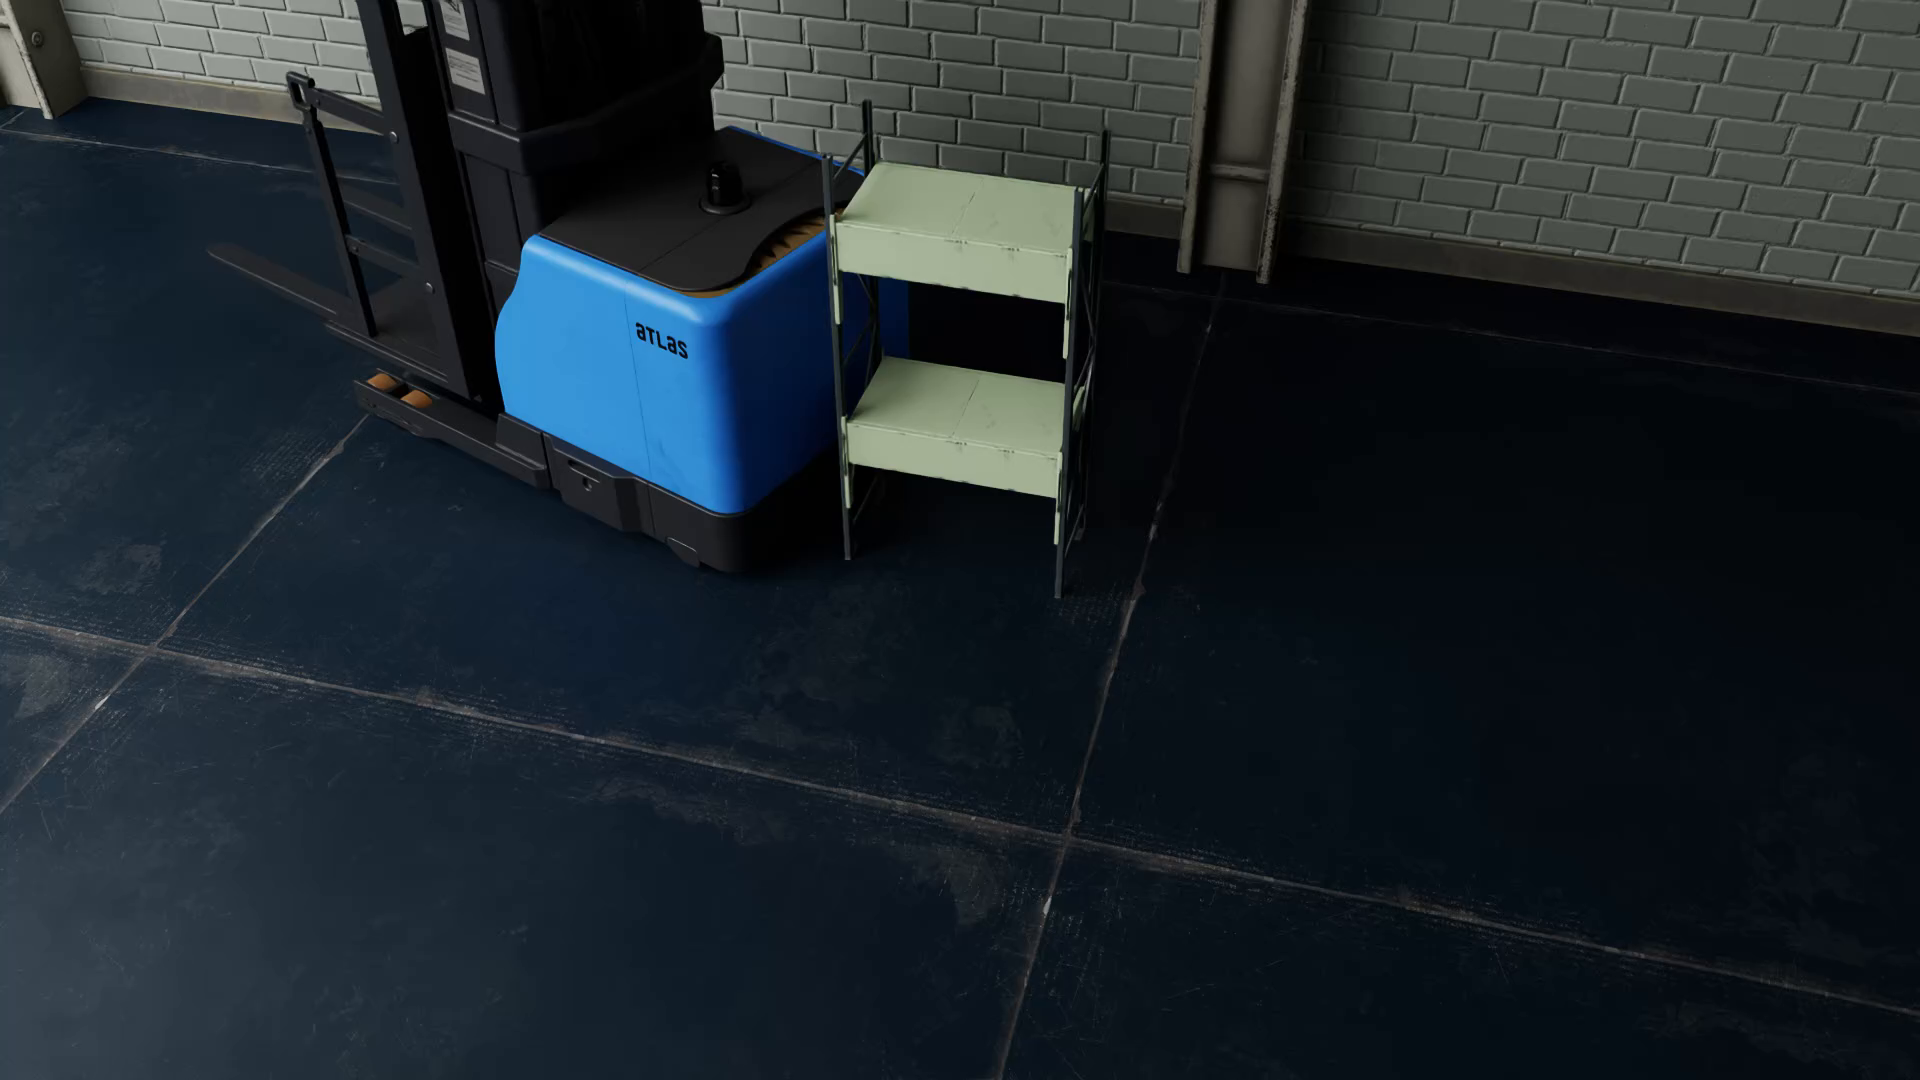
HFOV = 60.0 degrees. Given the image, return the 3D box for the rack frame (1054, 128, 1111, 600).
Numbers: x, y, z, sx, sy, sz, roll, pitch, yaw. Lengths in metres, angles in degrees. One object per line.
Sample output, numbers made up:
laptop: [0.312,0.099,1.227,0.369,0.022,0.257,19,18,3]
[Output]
rack frame: [0.377,-0.501,5.180,0.023,1.500,0.400,10,41,12]

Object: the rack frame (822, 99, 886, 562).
rack frame: [-0.329,-0.626,5.330,0.023,1.500,0.400,10,41,12]

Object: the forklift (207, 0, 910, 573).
forklift: [-1.663,-1.765,5.573,3.031,2.935,1.130,24,46,26]

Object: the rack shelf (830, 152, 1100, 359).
rack shelf: [0.024,-0.862,5.004,0.720,0.370,0.431,10,41,12]

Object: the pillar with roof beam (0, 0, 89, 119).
pillar with roof beam: [-5.750,-2.981,2.302,0.400,9.000,9.100,10,41,11]

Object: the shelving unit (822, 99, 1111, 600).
shelving unit: [0.024,-0.564,5.255,0.755,1.500,0.431,10,41,12]

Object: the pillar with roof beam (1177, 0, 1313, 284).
pillar with roof beam: [0.046,-1.983,1.114,0.400,9.000,9.100,10,41,11]

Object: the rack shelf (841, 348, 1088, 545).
rack shelf: [0.024,-0.314,5.465,0.720,0.370,0.431,10,41,12]
